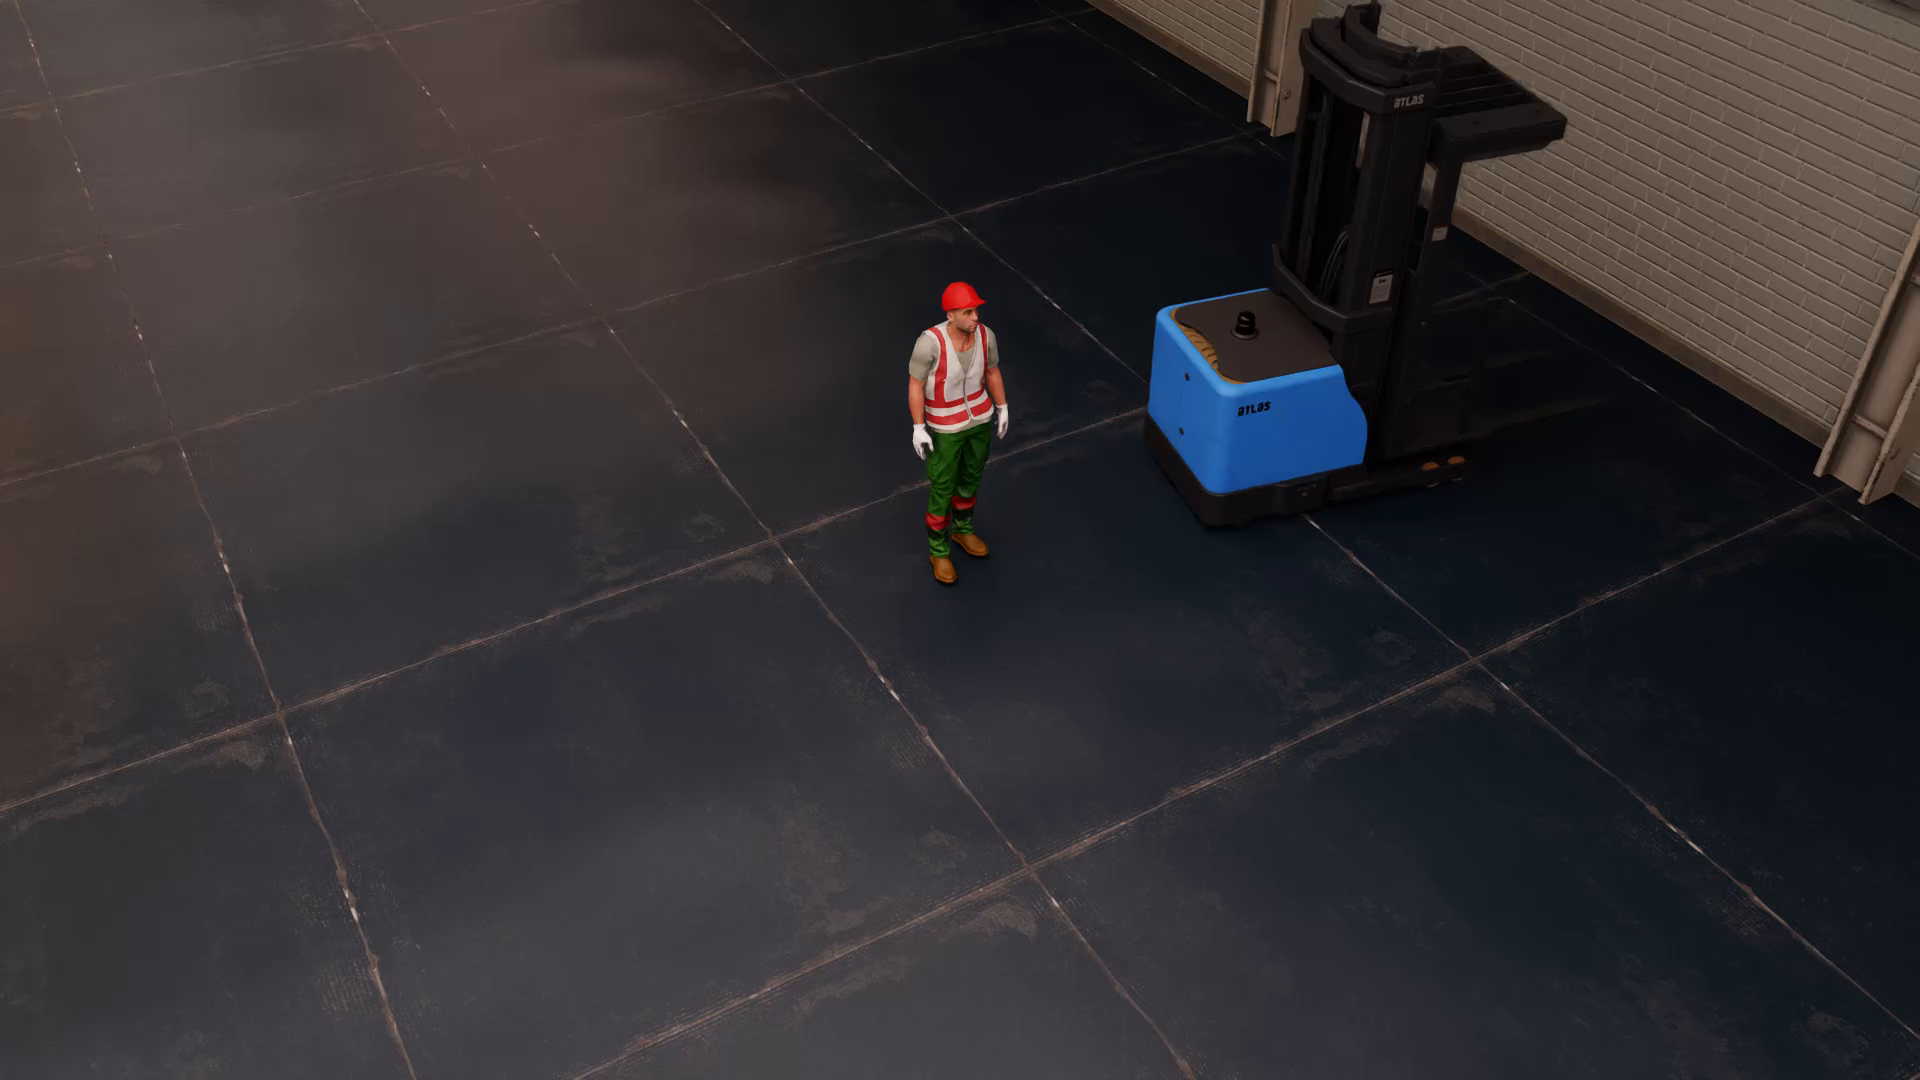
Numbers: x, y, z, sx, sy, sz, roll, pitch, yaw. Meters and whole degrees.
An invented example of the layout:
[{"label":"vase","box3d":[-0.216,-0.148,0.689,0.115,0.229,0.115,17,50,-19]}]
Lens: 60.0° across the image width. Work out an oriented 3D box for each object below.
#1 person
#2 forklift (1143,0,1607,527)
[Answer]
[{"label":"person","box3d":[0.030,-0.646,9.699,0.638,1.787,0.564,-20,44,-23]},{"label":"forklift","box3d":[2.787,-1.774,10.175,3.031,2.935,1.130,-12,41,-15]}]
